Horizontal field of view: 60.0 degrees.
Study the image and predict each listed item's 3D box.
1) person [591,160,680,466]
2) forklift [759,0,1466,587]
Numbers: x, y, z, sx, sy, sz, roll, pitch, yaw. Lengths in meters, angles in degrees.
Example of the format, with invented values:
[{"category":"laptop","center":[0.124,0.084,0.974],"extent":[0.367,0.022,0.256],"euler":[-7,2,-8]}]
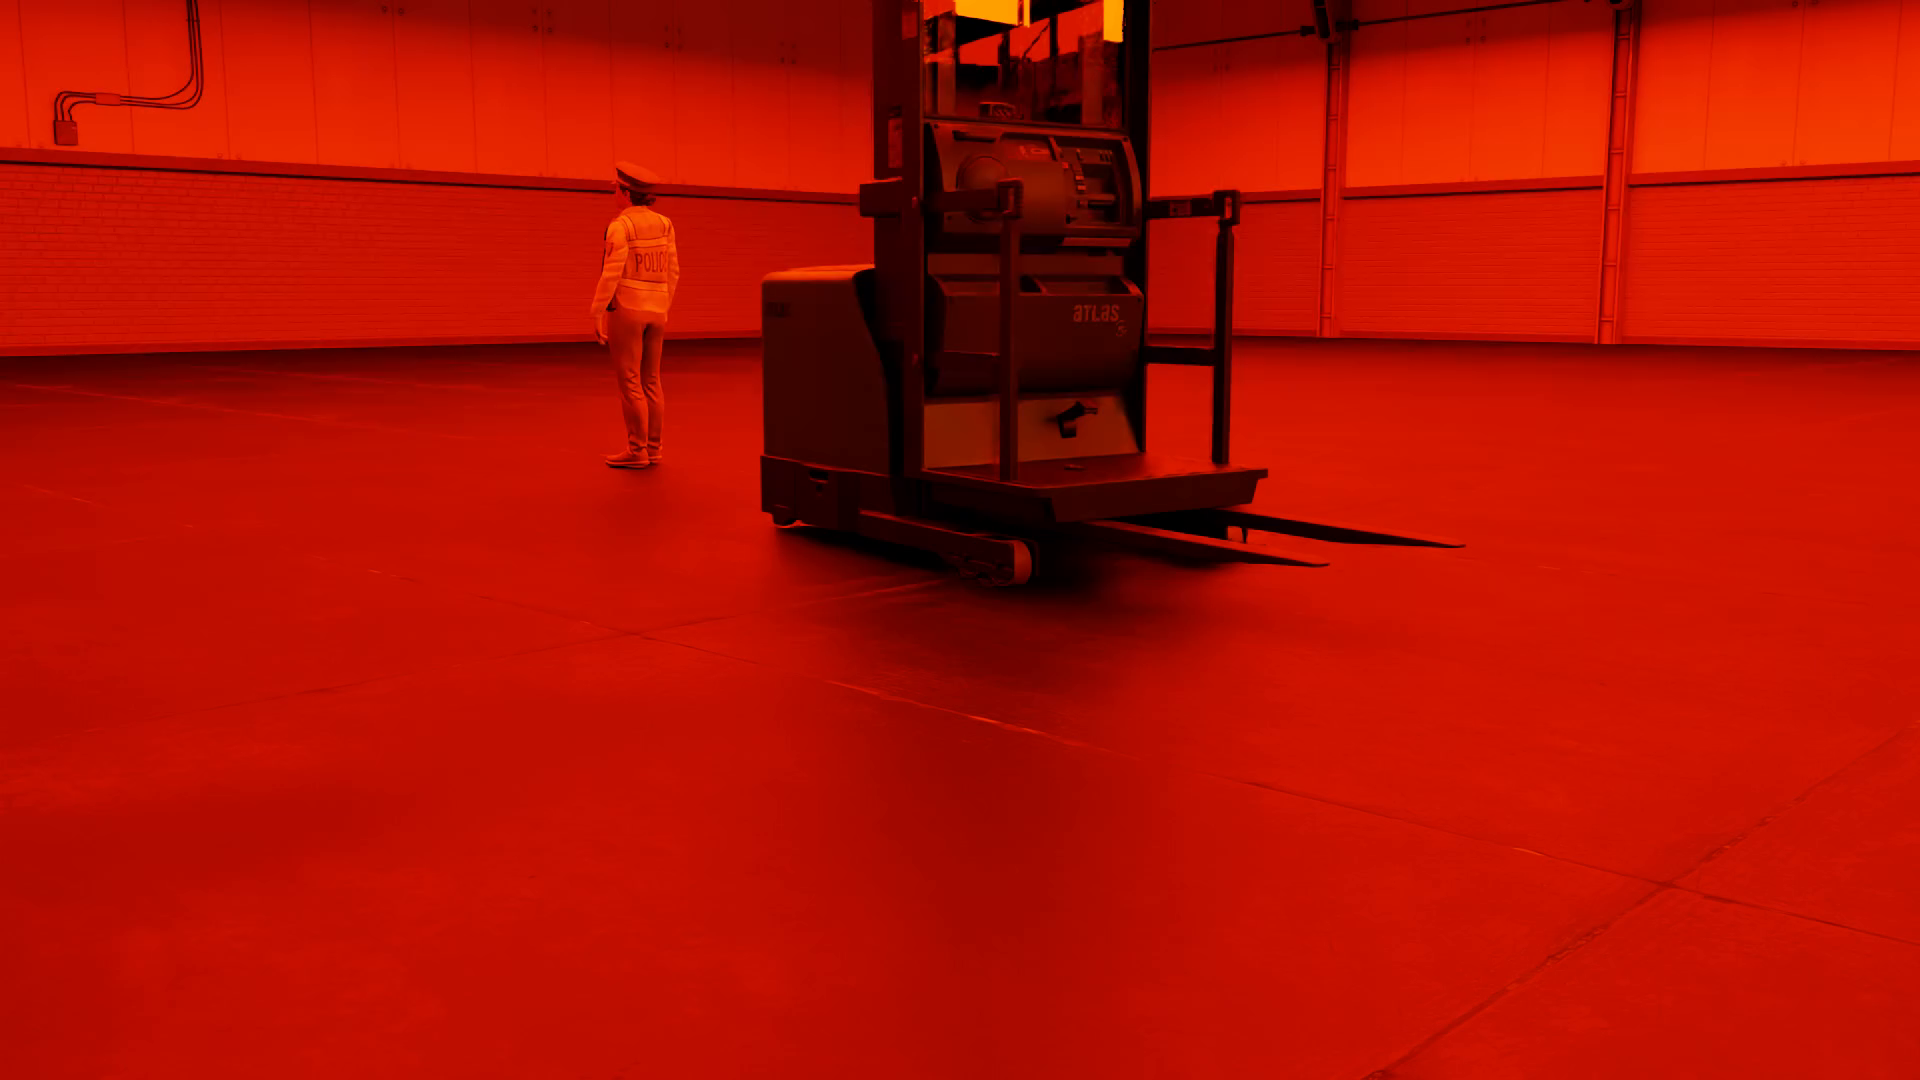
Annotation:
[{"category":"person","center":[-1.868,-1.260,9.351],"extent":[0.531,1.695,0.588],"euler":[6,10,35]},{"category":"forklift","center":[0.414,-1.370,5.971],"extent":[1.130,2.935,3.031],"euler":[-6,10,-35]}]
